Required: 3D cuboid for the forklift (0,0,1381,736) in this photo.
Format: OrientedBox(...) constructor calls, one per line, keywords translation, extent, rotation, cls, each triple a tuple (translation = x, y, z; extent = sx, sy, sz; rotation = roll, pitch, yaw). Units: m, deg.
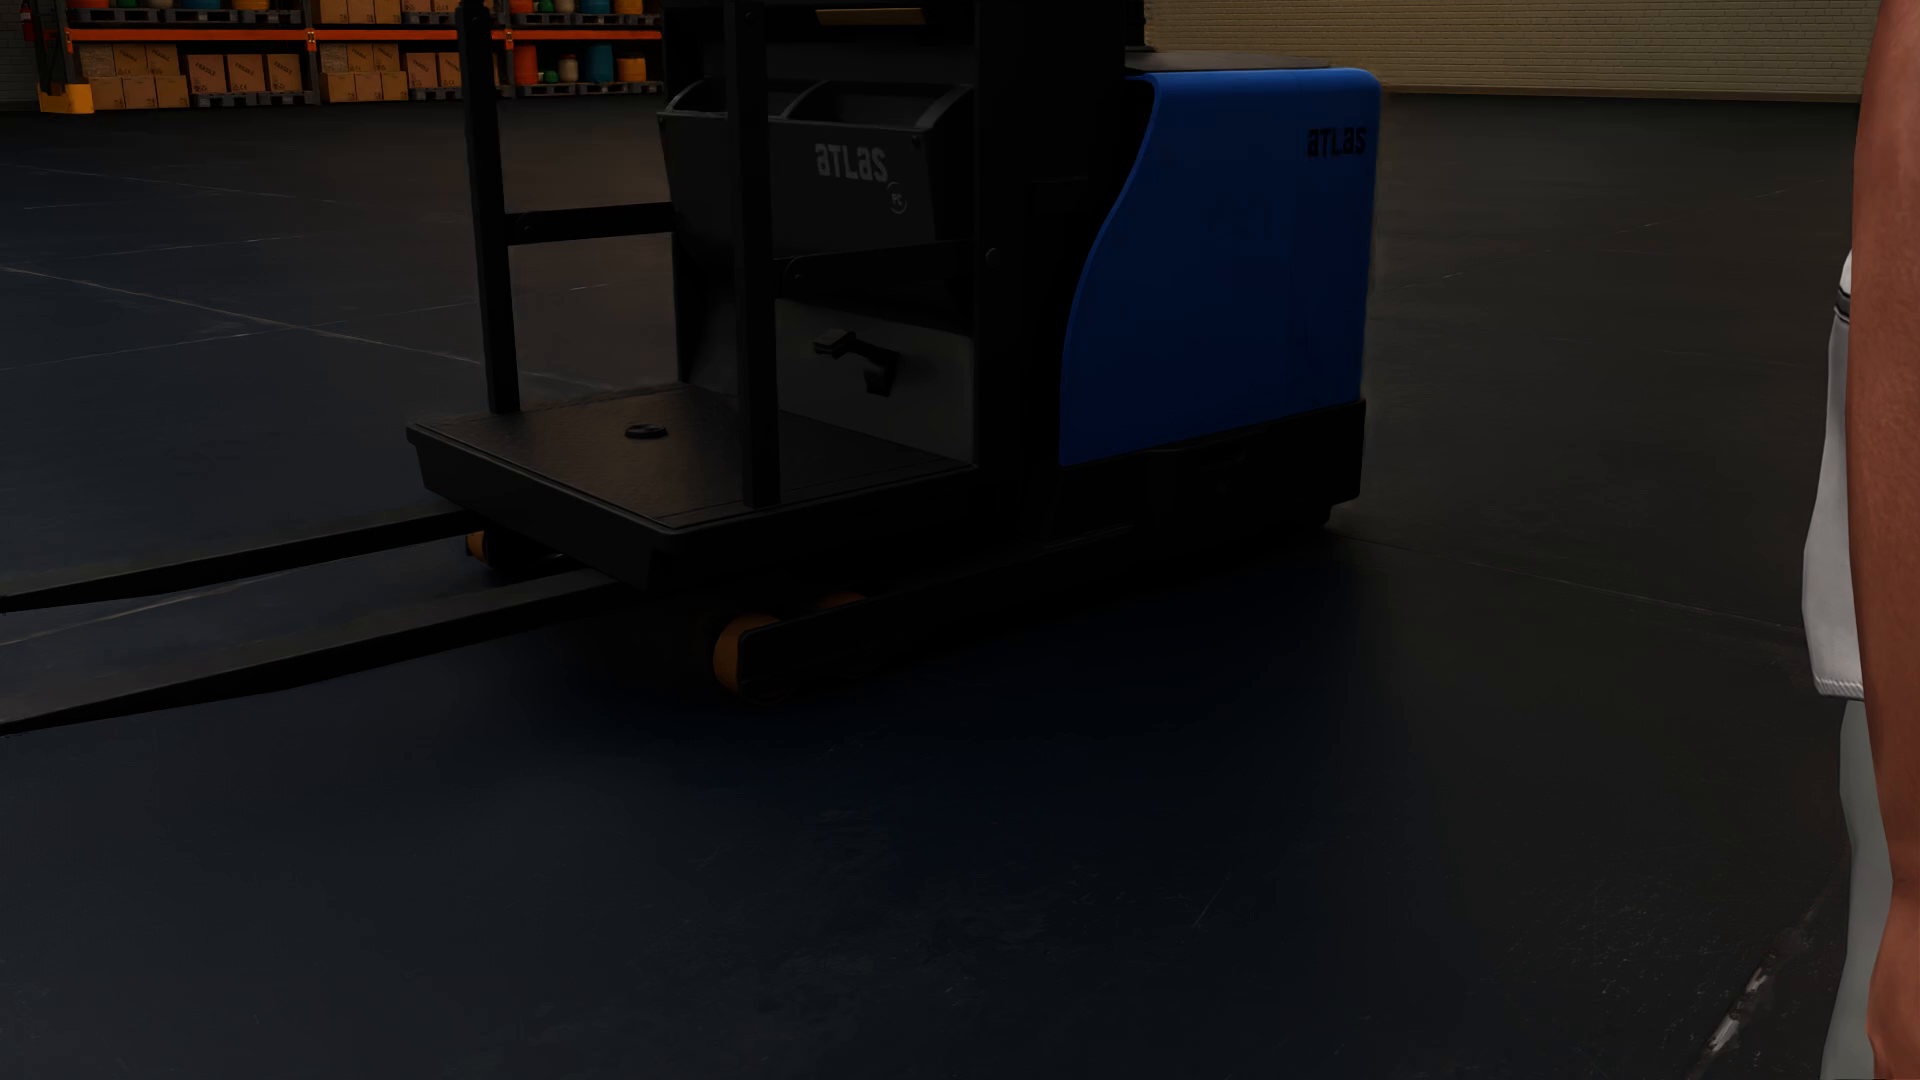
OrientedBox(translation=(-0.468, -1.278, 3.105), extent=(3.031, 2.935, 1.130), rotation=(-14, 22, -39), cls="forklift")
